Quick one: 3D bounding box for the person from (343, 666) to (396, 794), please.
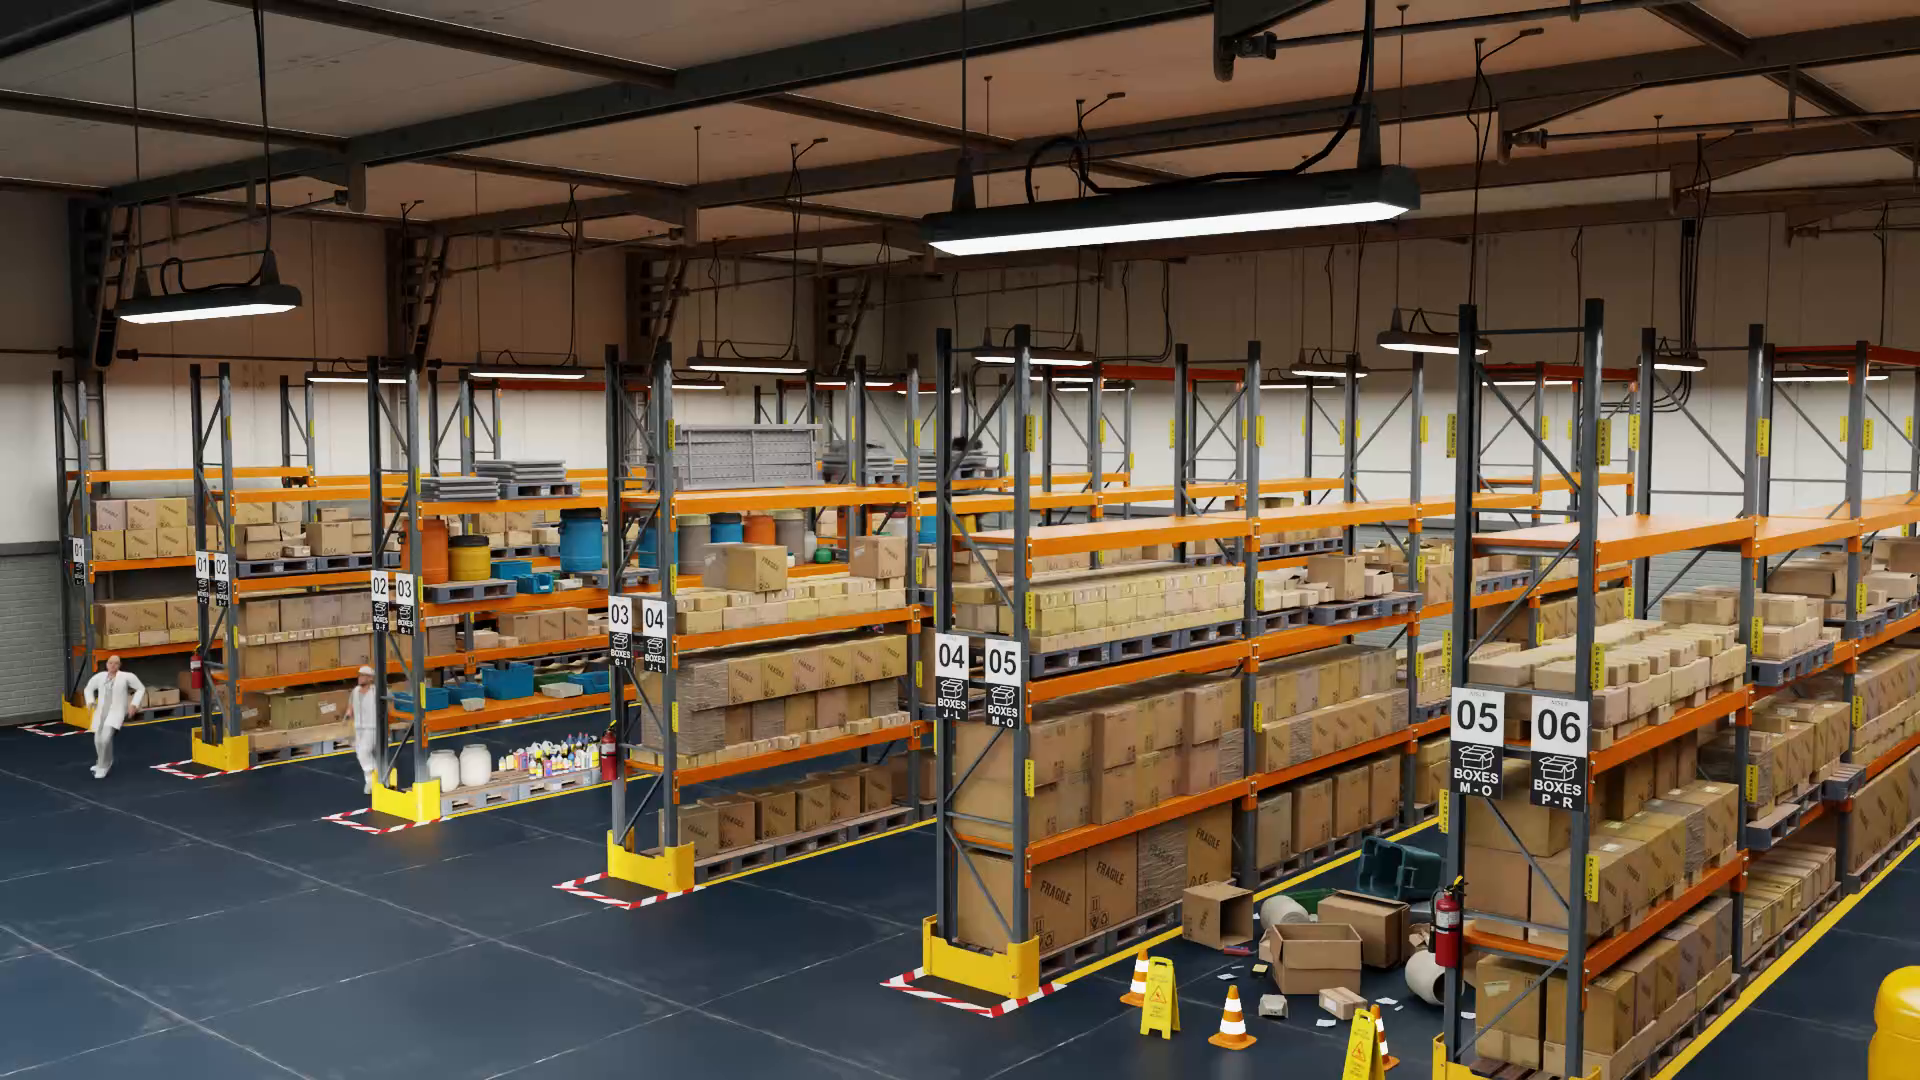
[{"bbox_3d":[-8.201,2.623,22.997,0.667,1.756,0.677,1,4,19],"label":"person"}]

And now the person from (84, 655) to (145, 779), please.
[{"bbox_3d":[-12.329,2.563,24.182,0.773,1.788,0.717,0,4,-2],"label":"person"}]
